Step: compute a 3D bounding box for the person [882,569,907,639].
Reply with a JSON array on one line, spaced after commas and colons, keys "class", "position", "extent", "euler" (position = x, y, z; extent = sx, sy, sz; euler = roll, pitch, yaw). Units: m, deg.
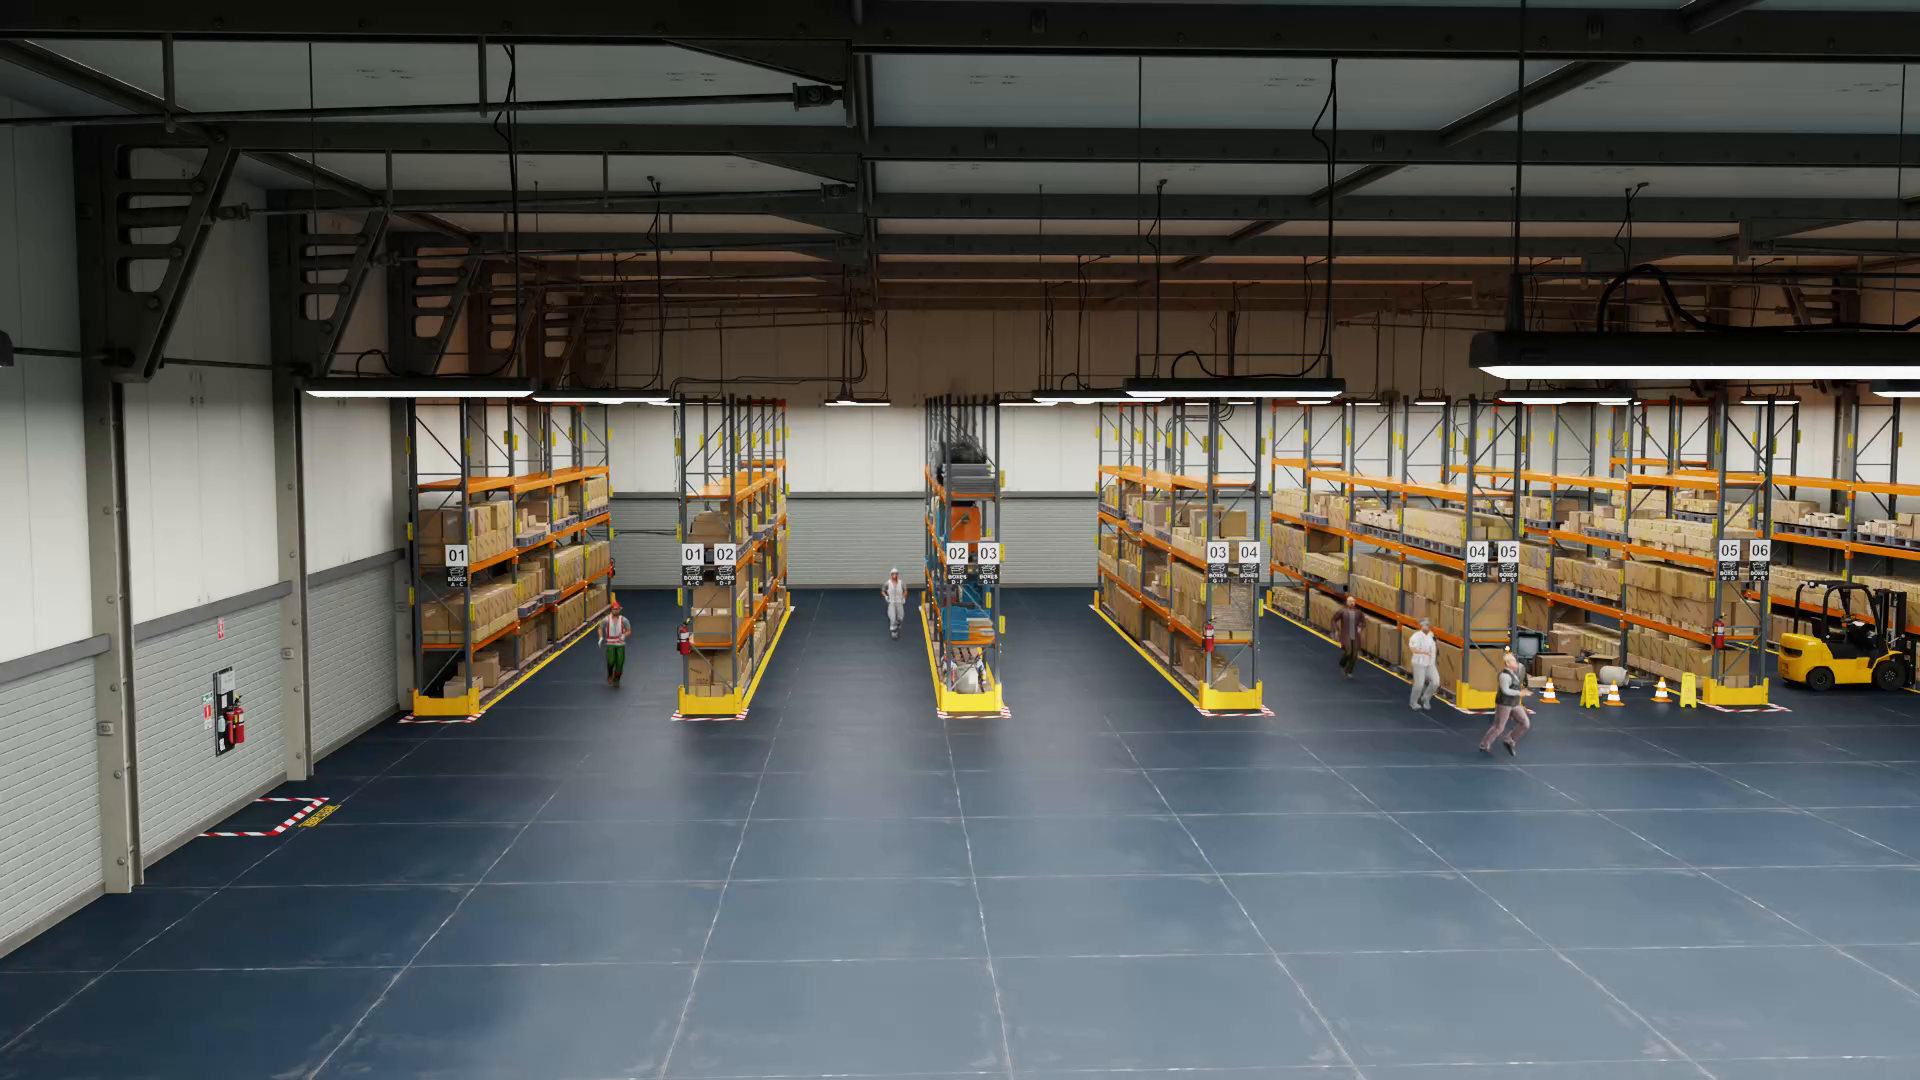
[{"class": "person", "position": [-1.618, 1.586, 41.355], "extent": [0.648, 1.736, 0.614], "euler": [-1, 5, -8]}]

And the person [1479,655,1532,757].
[{"class": "person", "position": [8.971, 2.712, 27.215], "extent": [0.853, 1.701, 0.664], "euler": [4, 6, 42]}]

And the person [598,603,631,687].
[{"class": "person", "position": [-7.049, 2.153, 34.003], "extent": [0.664, 1.739, 0.603], "euler": [-1, 5, -16]}]

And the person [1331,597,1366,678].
[{"class": "person", "position": [8.251, 2.070, 35.126], "extent": [0.704, 1.734, 0.653], "euler": [0, 5, -4]}]

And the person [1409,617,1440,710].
[{"class": "person", "position": [8.833, 2.364, 31.539], "extent": [0.658, 1.814, 0.653], "euler": [-2, 5, -19]}]
